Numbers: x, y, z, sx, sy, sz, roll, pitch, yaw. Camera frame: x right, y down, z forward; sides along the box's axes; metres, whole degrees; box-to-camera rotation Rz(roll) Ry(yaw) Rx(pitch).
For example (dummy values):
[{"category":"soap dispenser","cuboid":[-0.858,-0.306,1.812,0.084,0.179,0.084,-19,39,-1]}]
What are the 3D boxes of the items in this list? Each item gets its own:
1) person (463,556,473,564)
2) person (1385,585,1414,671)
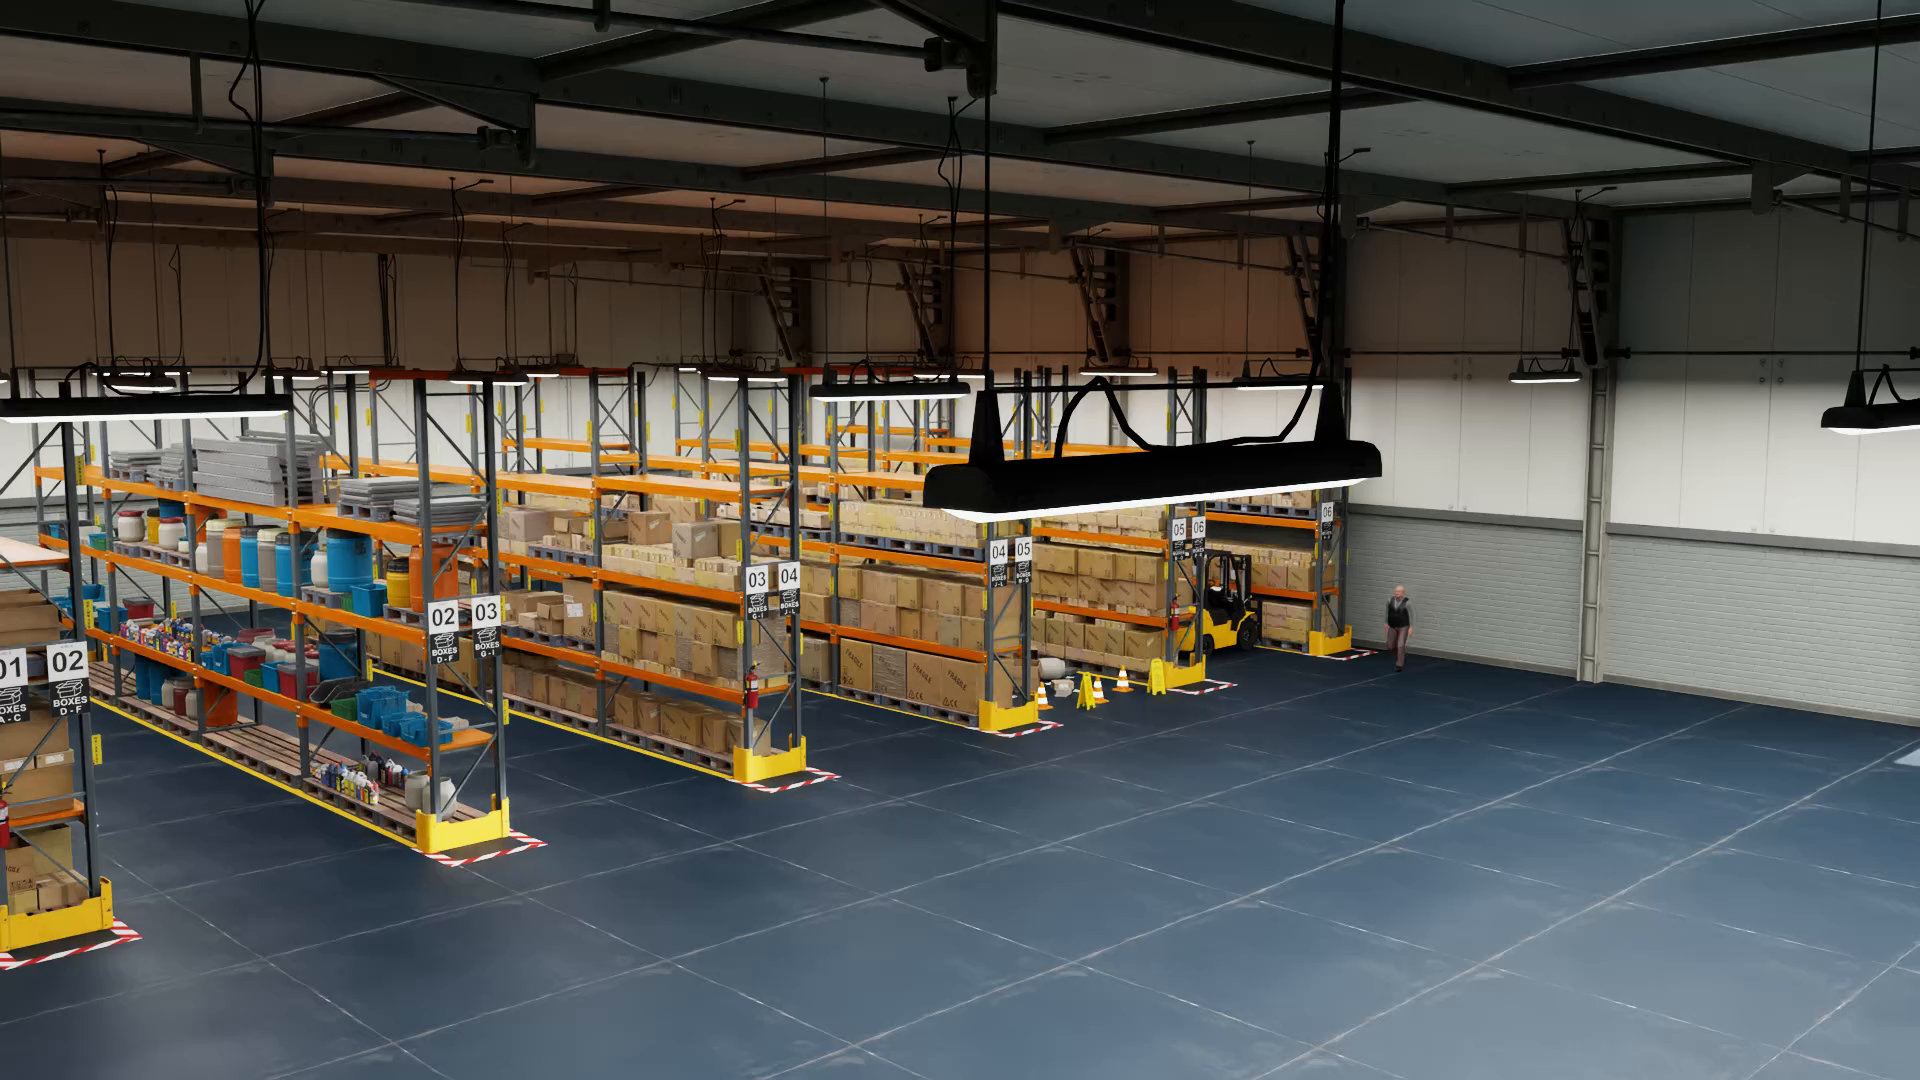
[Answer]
[{"category":"person","cuboid":[-11.800,0.983,40.110,0.507,1.650,0.817,-1,7,-10]},{"category":"person","cuboid":[8.782,1.739,33.206,0.631,1.707,0.691,5,8,38]}]
